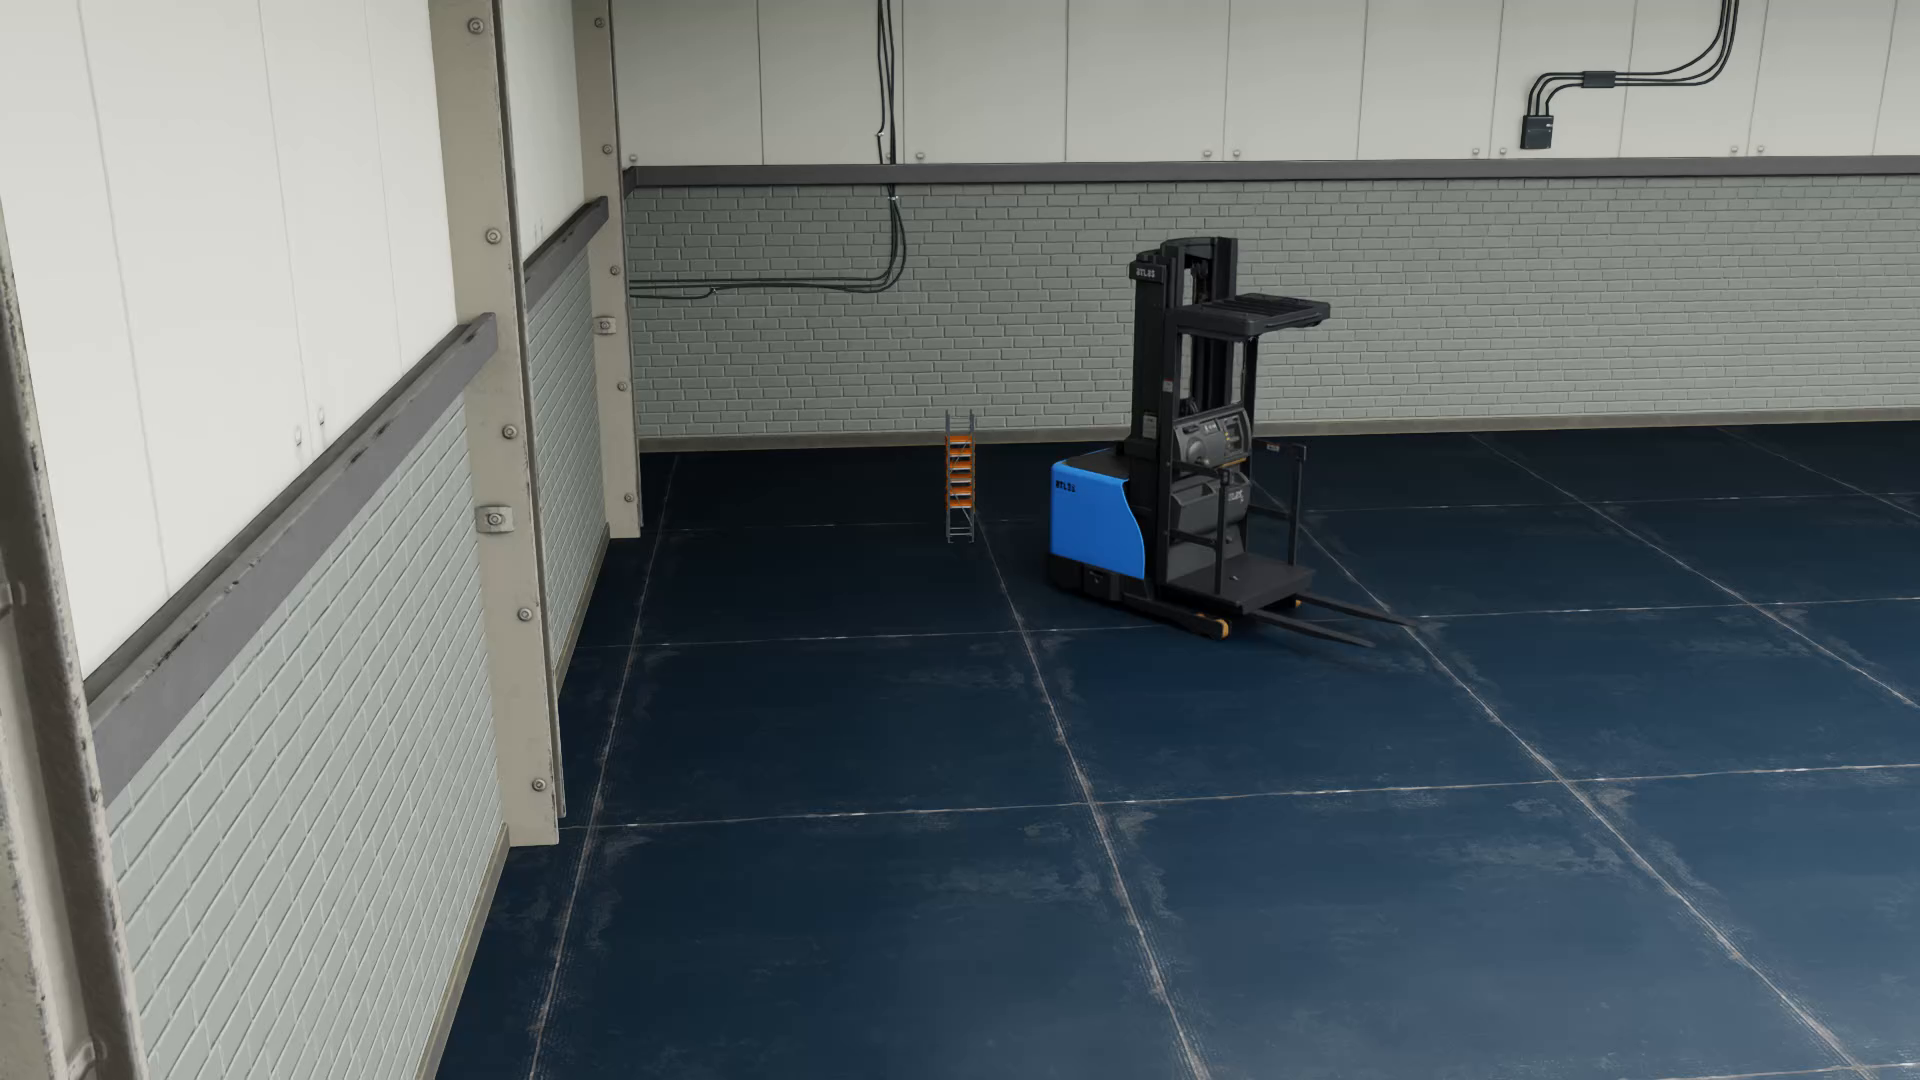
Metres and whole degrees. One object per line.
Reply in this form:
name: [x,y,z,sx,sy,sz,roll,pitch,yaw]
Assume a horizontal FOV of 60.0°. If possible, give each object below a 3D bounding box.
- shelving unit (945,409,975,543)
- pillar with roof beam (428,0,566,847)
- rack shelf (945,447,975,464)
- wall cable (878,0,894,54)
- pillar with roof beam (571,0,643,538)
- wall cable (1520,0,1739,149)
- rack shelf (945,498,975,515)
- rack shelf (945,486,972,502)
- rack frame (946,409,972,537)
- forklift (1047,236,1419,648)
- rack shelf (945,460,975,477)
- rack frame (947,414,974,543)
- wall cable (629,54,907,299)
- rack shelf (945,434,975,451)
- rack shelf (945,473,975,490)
shelving unit: [-0.001,-0.577,15.084,0.258,1.200,0.189,-2,18,-6]
pillar with roof beam: [1.777,-2.718,8.885,9.100,9.000,0.400,-2,18,-6]
rack shelf: [-0.001,-0.763,15.025,0.258,0.103,0.180,-2,18,-6]
wall cable: [0.579,-6.303,17.056,3.097,2.526,0.112,-2,18,-6]
pillar with roof beam: [1.158,-4.506,14.579,9.100,9.000,0.400,-2,18,-6]
wall cable: [7.332,-7.203,17.491,2.305,6.003,0.169,-2,18,-6]
rack shelf: [-0.001,-0.305,15.169,0.258,0.103,0.180,-2,18,-6]
rack shelf: [-0.001,-0.420,15.133,0.258,0.103,0.180,-2,18,-6]
rack frame: [-0.011,-0.604,15.171,0.240,1.200,0.006,-2,18,-6]
forklift: [2.136,-0.801,12.909,3.031,2.935,1.130,16,24,42]
rack shelf: [-0.001,-0.649,15.061,0.258,0.103,0.180,-2,18,-6]
rack frame: [0.008,-0.550,14.997,0.240,1.200,0.006,-2,18,-6]
wall cable: [-2.112,-3.810,17.546,3.097,2.526,0.112,-2,18,-6]
rack shelf: [-0.001,-0.878,14.989,0.258,0.103,0.180,-2,18,-6]
rack shelf: [-0.001,-0.534,15.097,0.258,0.103,0.180,-2,18,-6]
